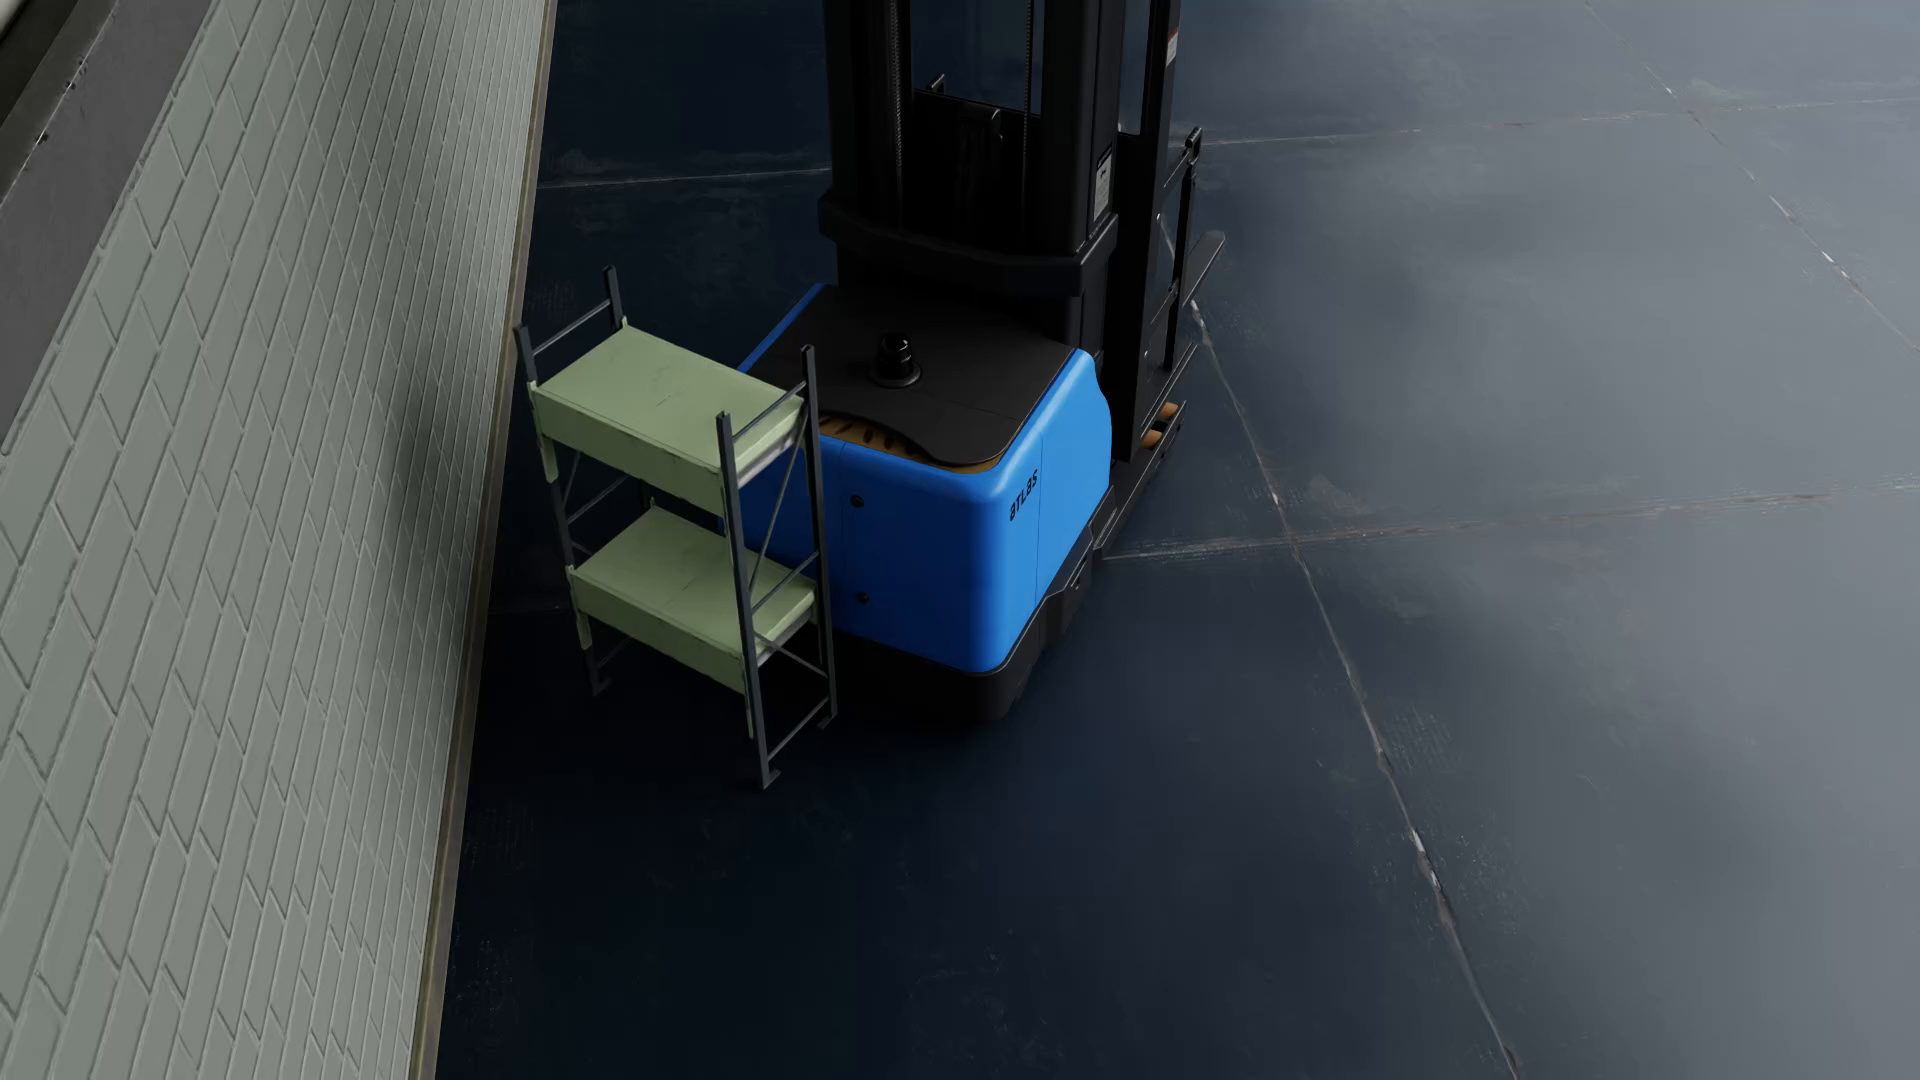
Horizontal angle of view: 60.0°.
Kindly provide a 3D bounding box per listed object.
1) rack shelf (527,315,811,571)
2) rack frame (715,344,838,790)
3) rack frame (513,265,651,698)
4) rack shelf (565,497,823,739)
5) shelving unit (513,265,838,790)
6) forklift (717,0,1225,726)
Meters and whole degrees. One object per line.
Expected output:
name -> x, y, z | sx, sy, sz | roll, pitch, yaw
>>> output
rack shelf -> -0.831, -0.296, 4.872 | 0.720, 0.370, 0.431 | 24, 47, 24
rack frame -> -0.527, 0.131, 4.983 | 0.023, 1.500, 0.400 | 24, 47, 24
rack frame -> -1.139, -0.139, 5.281 | 0.023, 1.500, 0.400 | 24, 47, 24
rack shelf -> -0.835, 0.240, 5.349 | 0.720, 0.370, 0.431 | 24, 47, 24
shelving unit -> -0.833, -0.004, 5.132 | 0.755, 1.500, 0.431 | 24, 47, 24
forklift -> 0.256, -1.468, 5.689 | 1.130, 2.935, 3.031 | 17, 45, 18
